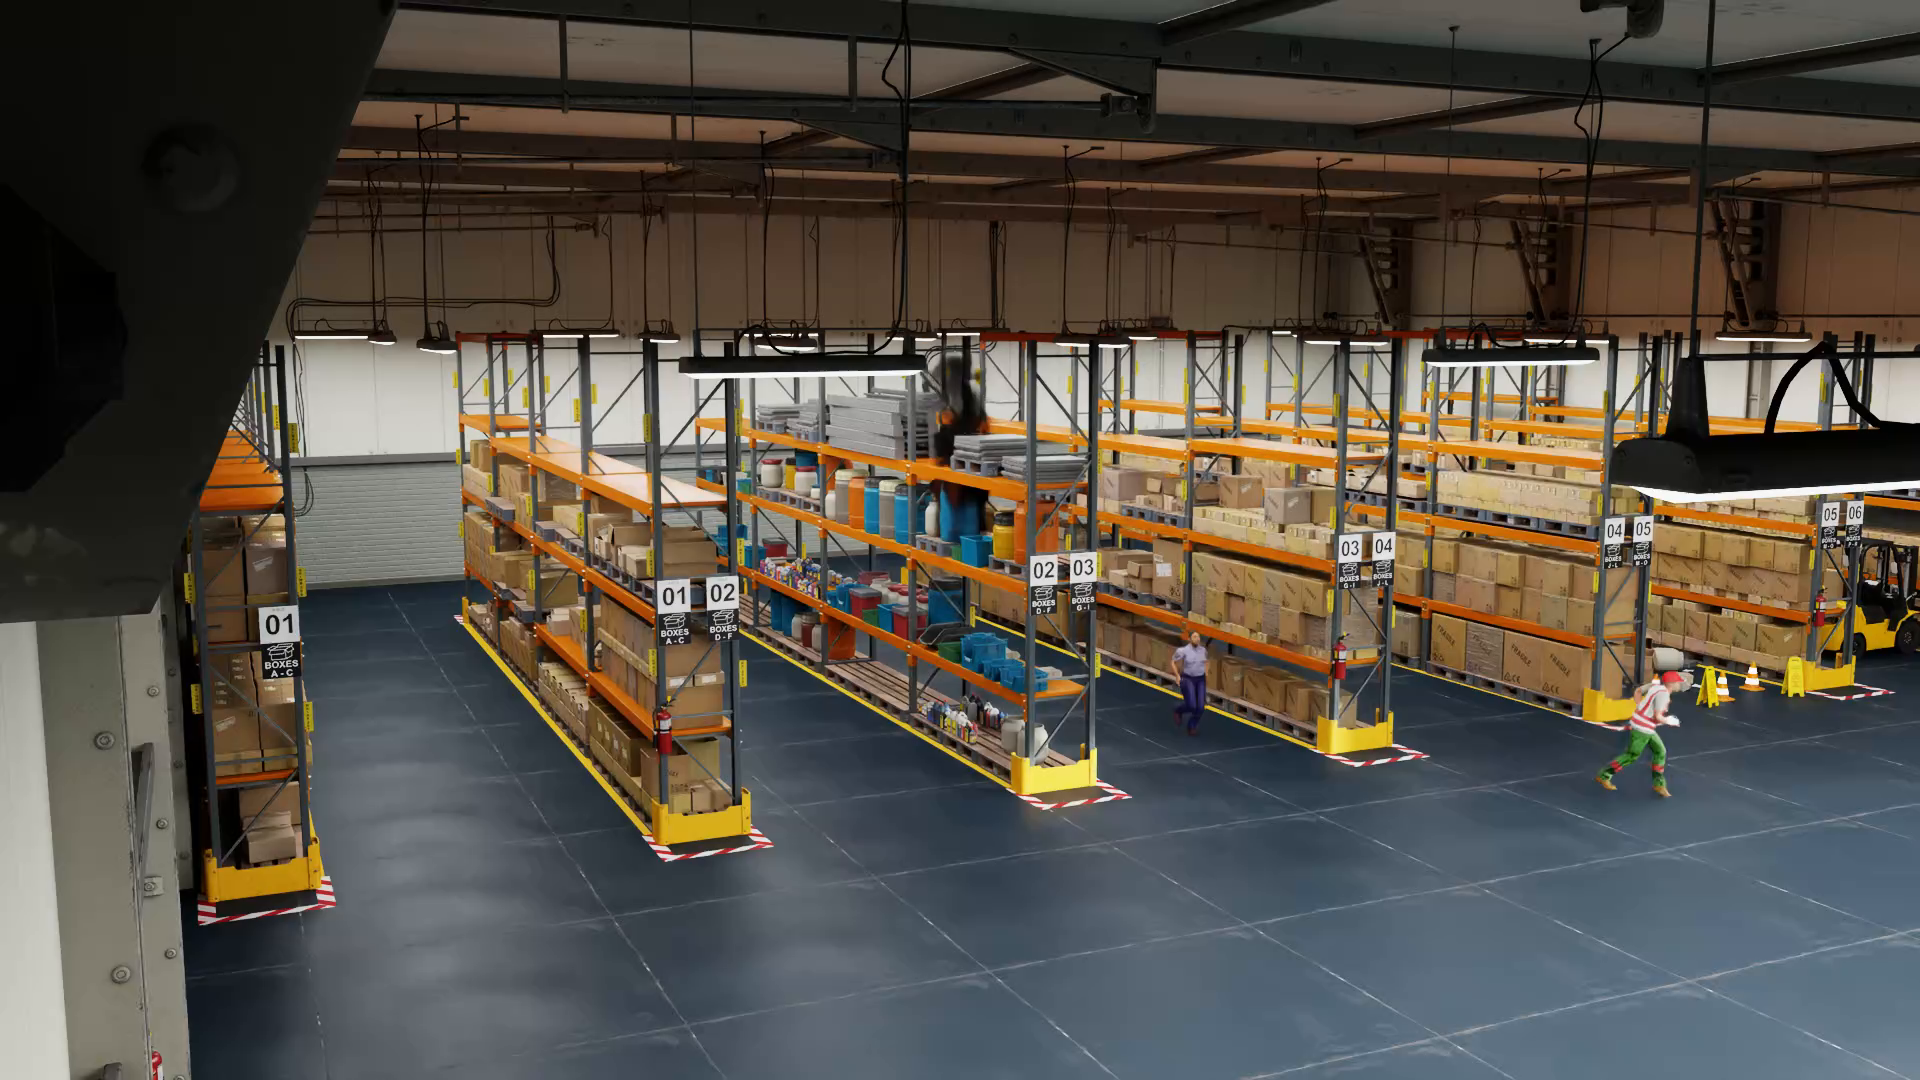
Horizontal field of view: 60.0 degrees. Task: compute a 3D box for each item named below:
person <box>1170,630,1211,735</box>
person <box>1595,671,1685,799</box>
[{"bbox_3d":[3.535,2.160,25.231,0.621,1.601,0.554,-3,8,-20],"label":"person"},{"bbox_3d":[8.967,2.563,21.966,1.052,1.734,0.704,1,8,10],"label":"person"}]
